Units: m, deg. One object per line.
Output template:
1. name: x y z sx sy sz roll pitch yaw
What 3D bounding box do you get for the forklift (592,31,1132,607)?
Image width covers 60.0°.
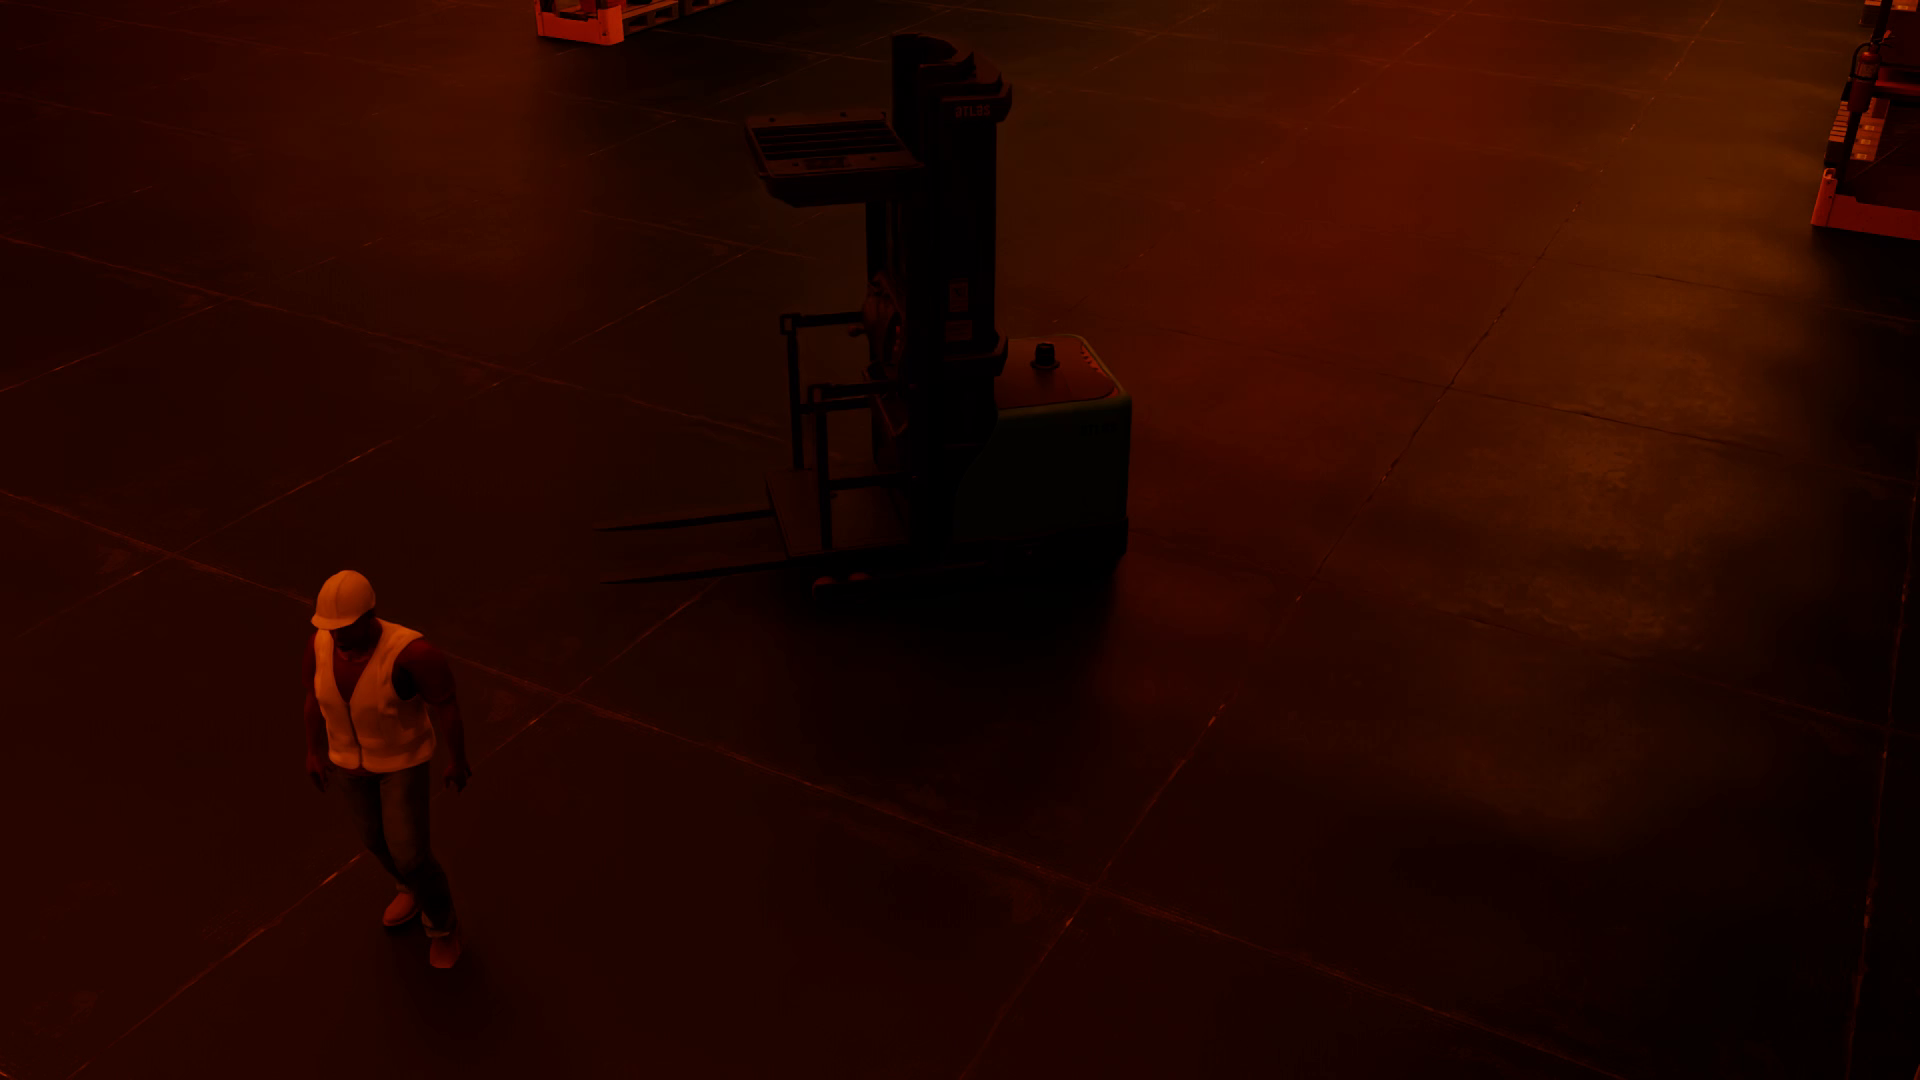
1. forklift: -0.600 -1.186 9.126 3.031 2.935 1.130 -7 31 -12

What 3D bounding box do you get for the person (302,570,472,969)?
1. person: -2.342 0.924 6.725 0.671 1.808 0.517 7 31 12
